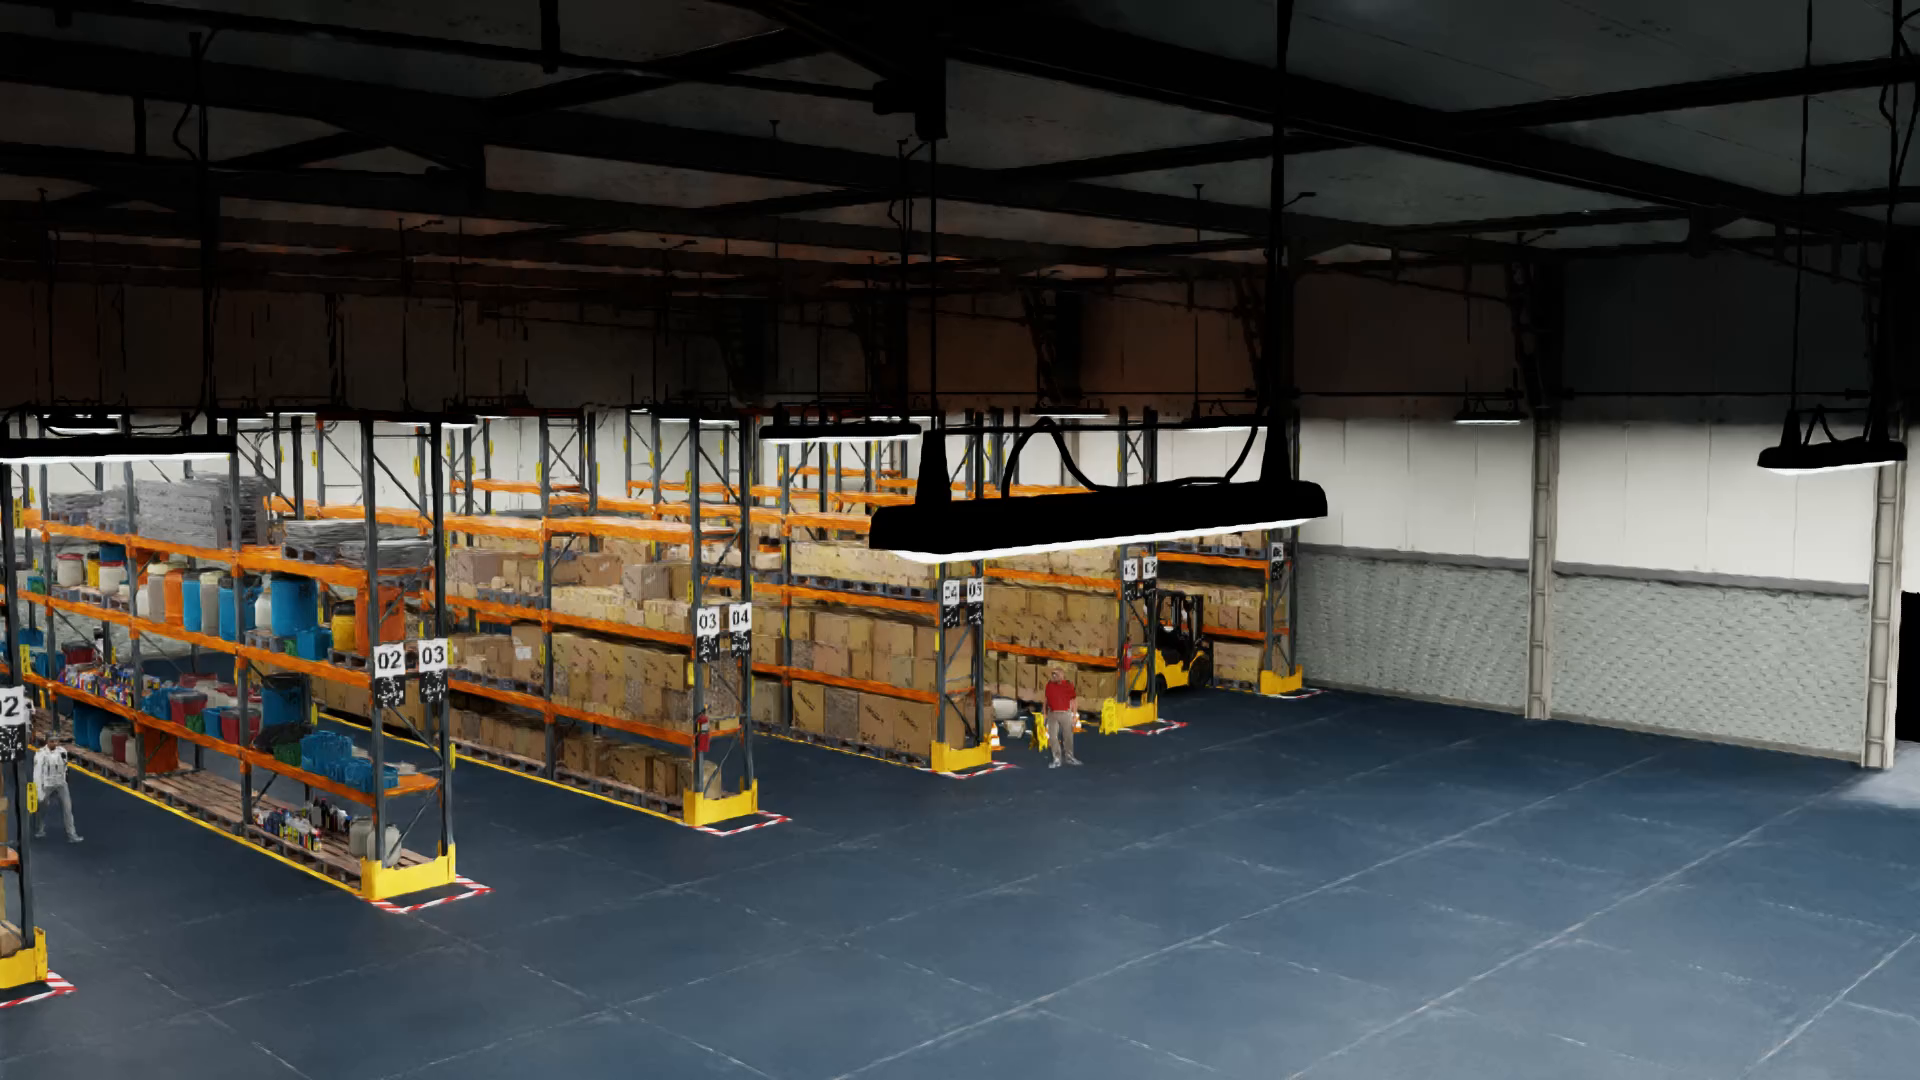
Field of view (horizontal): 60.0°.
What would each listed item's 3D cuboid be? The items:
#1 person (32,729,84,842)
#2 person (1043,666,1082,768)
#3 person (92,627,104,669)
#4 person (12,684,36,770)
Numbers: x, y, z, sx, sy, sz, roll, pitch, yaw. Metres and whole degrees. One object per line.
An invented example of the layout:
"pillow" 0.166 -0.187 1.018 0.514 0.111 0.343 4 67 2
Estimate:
"person" -12.774 3.440 23.409 1.074 1.587 0.499 5 7 42
"person" 1.727 2.984 28.216 0.651 1.716 0.552 2 5 17
"person" -17.104 2.562 33.050 0.464 1.676 0.498 -1 5 -15
"person" -15.360 3.123 27.192 1.093 1.578 0.481 5 7 42
